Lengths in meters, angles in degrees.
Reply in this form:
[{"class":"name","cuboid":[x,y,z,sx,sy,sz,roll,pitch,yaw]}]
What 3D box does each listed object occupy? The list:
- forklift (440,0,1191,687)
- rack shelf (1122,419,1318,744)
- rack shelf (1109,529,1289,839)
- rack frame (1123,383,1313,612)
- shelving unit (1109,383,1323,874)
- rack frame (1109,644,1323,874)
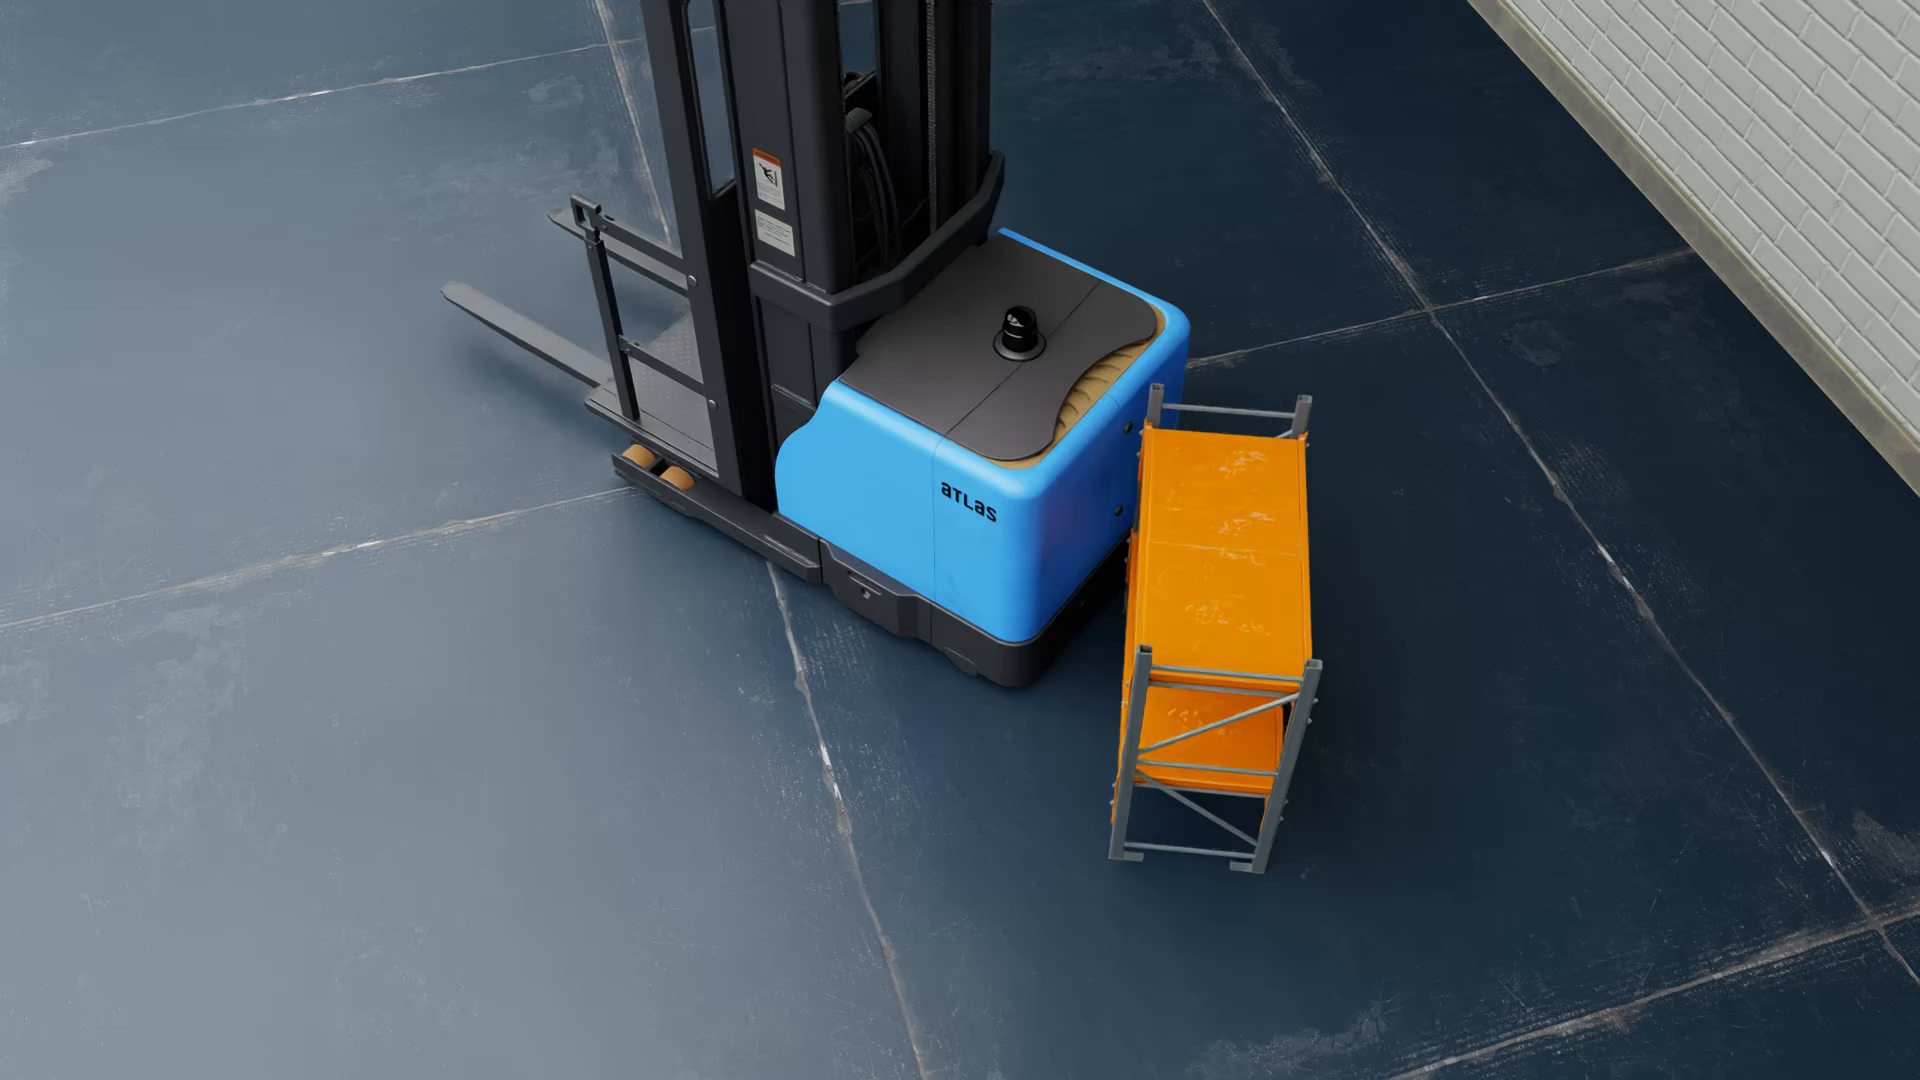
[{"class":"forklift","cuboid":[-0.714,-1.361,5.480,3.031,2.935,1.130,29,56,22]},{"class":"rack shelf","cuboid":[0.787,0.104,5.044,0.538,0.278,1.000,5,50,4]},{"class":"rack shelf","cuboid":[0.787,0.450,5.455,0.538,0.278,1.000,5,50,4]},{"class":"rack frame","cuboid":[0.842,-0.094,5.593,0.500,1.125,0.032,5,50,4]},{"class":"shelving unit","cuboid":[0.787,0.292,5.268,0.538,1.125,1.048,5,50,4]},{"class":"rack frame","cuboid":[0.731,0.679,4.942,0.500,1.125,0.032,5,50,4]}]
